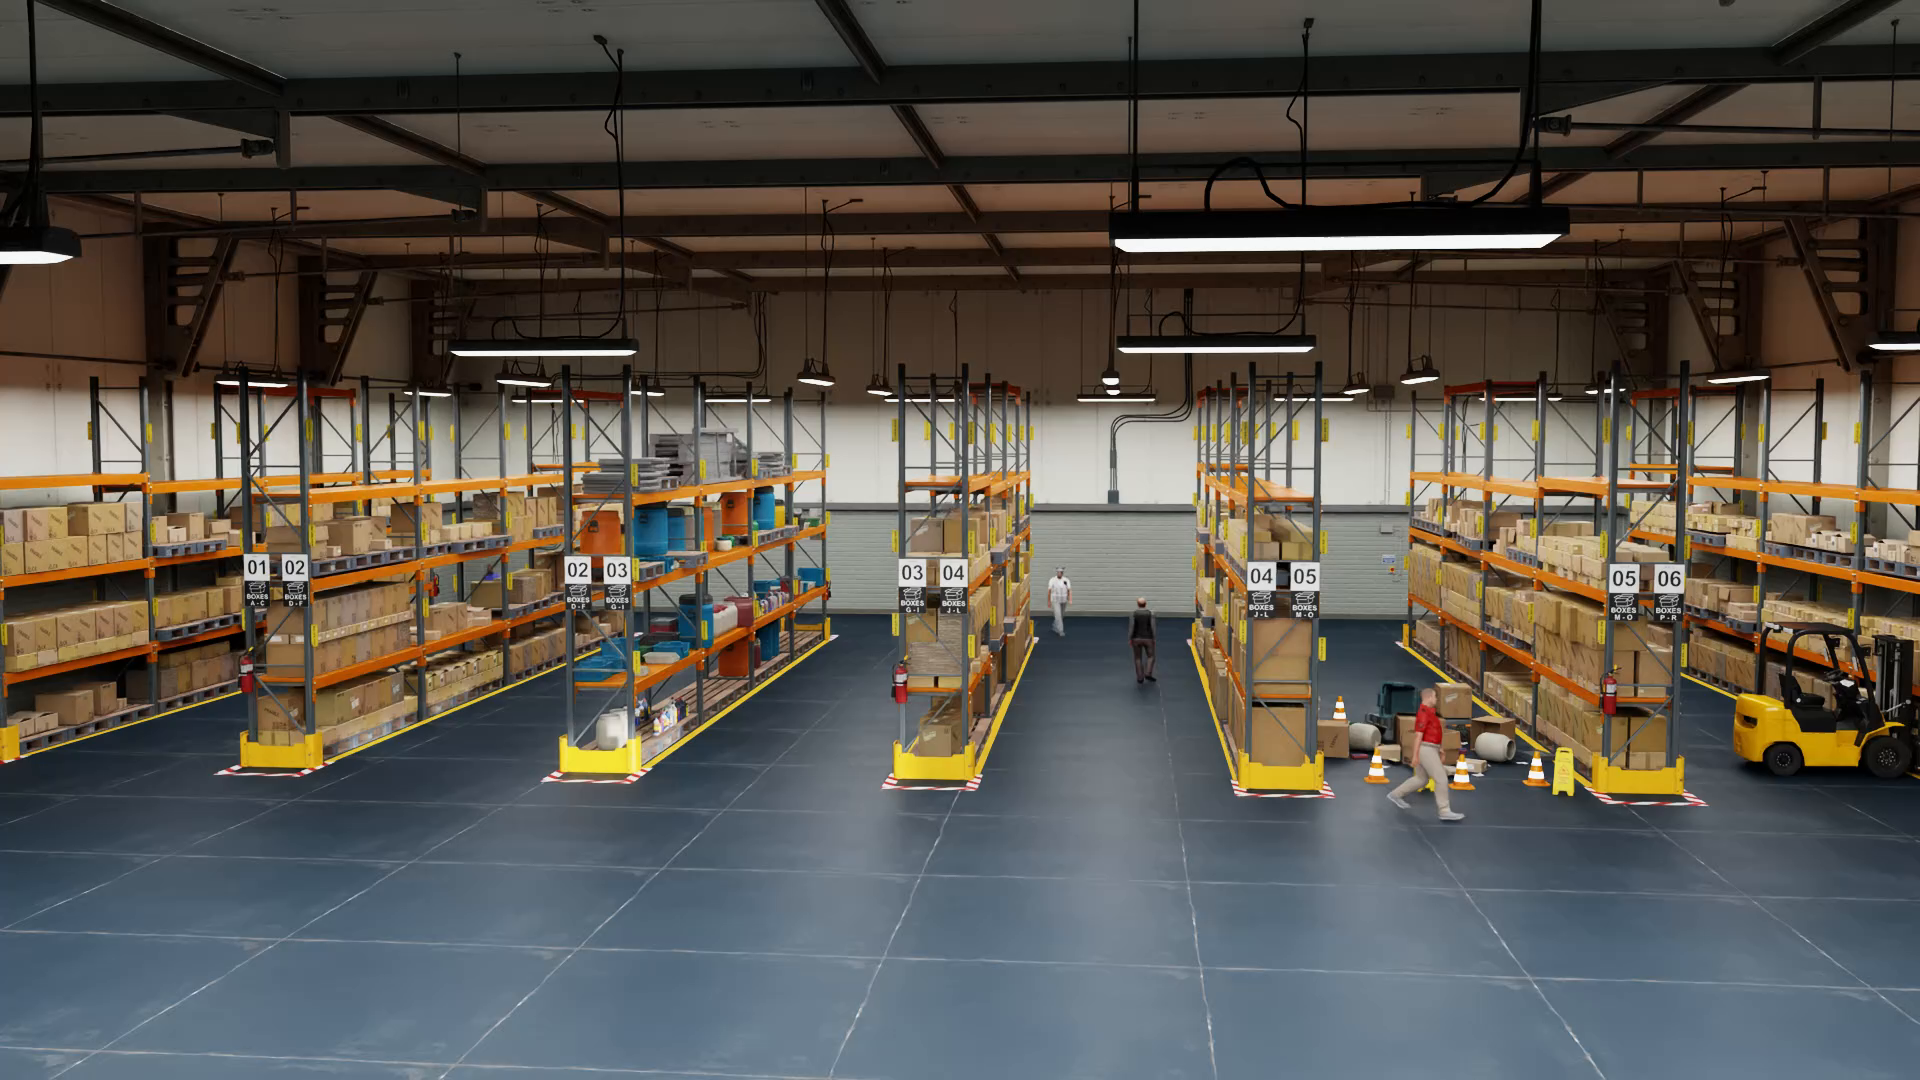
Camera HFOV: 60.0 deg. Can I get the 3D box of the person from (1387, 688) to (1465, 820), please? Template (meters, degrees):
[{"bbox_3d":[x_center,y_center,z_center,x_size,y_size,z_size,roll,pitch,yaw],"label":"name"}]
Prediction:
[{"bbox_3d":[6.105,2.769,21.724,0.980,1.675,0.525,1,4,19],"label":"person"}]

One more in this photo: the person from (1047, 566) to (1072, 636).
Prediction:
[{"bbox_3d":[2.465,1.490,41.063,0.539,1.695,1.125,-1,4,-21],"label":"person"}]

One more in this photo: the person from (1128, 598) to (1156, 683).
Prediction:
[{"bbox_3d":[3.653,2.014,33.302,0.563,1.718,0.519,0,4,4],"label":"person"}]

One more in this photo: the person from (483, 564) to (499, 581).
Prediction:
[{"bbox_3d":[-12.138,1.410,43.198,0.452,1.610,0.843,0,4,3],"label":"person"}]
